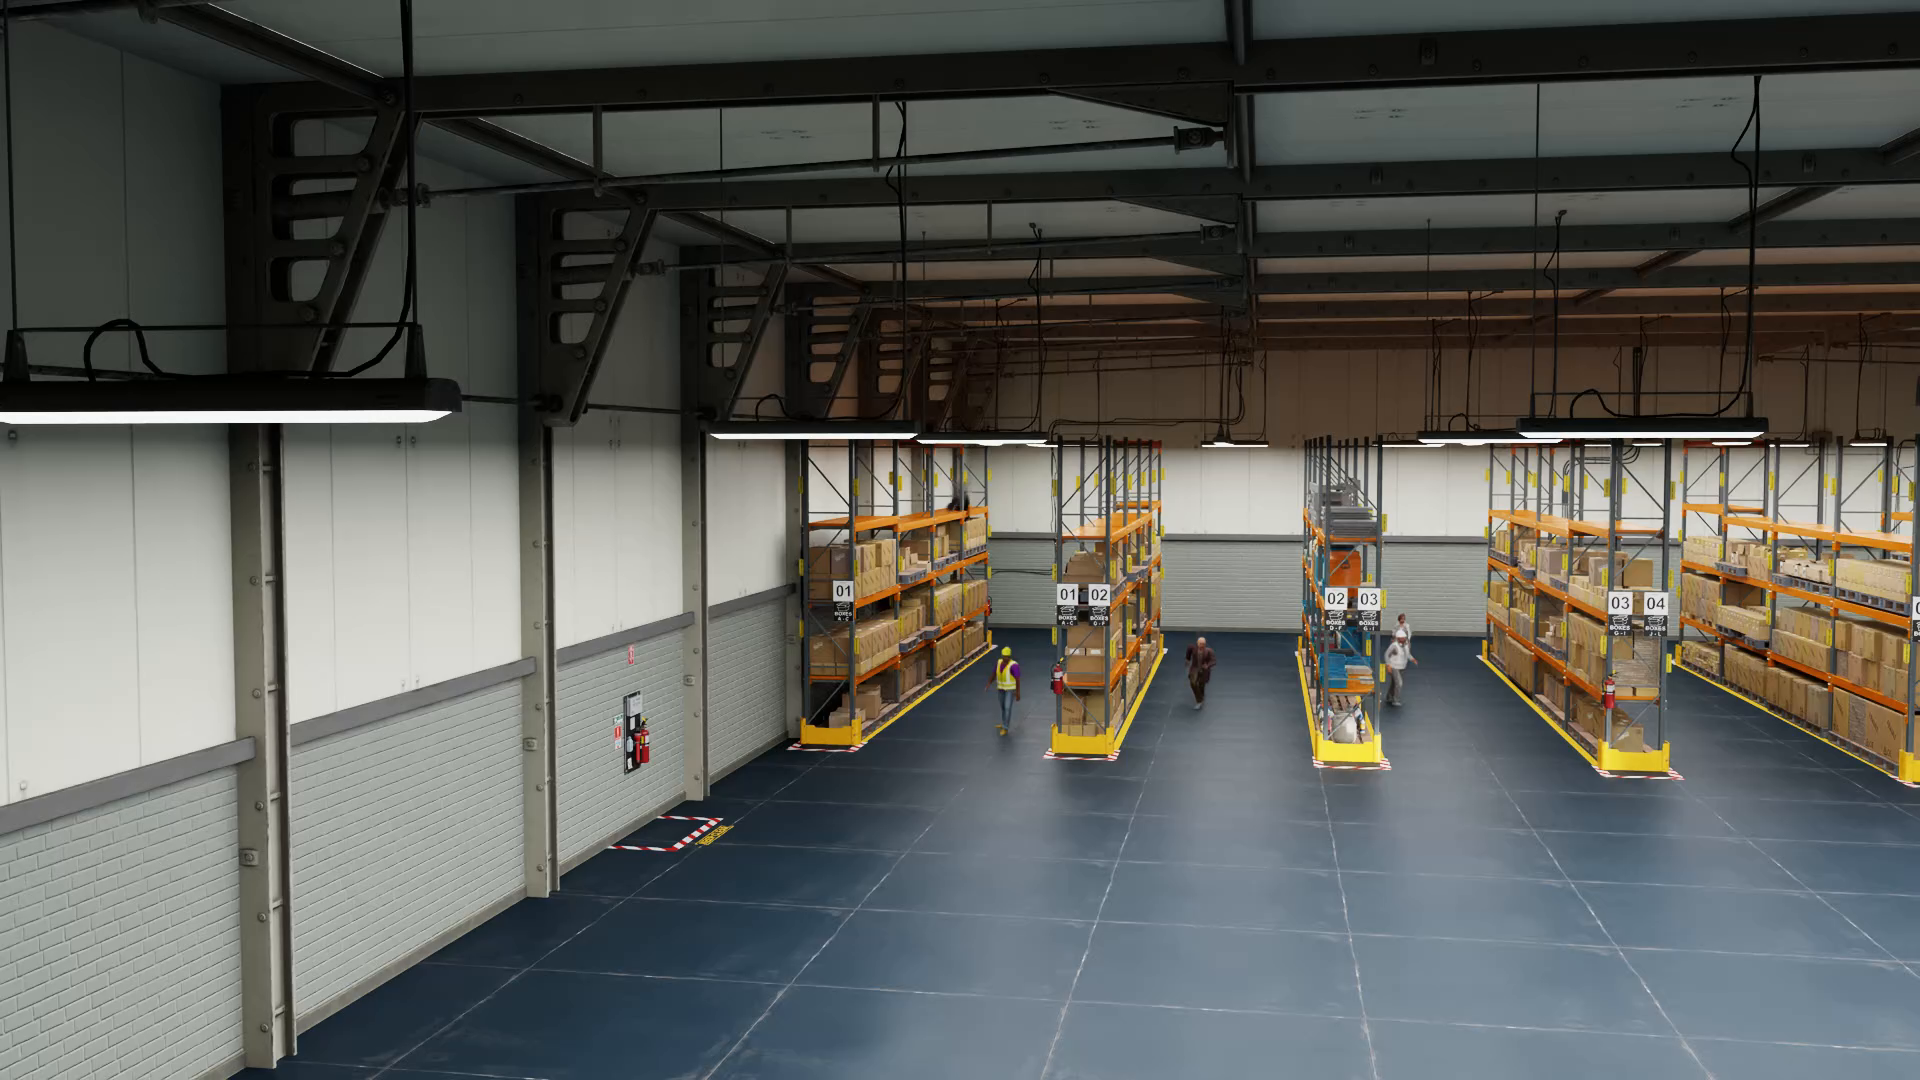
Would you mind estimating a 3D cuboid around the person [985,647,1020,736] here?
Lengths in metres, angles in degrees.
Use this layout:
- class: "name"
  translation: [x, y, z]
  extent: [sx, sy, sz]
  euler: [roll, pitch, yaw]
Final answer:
- class: "person"
  translation: [0.880, 3.031, 33.675]
  extent: [0.767, 1.759, 0.767]
  euler: [3, 4, 40]

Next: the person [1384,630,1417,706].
- class: "person"
  translation: [9.870, 2.857, 37.337]
  extent: [0.714, 1.717, 0.830]
  euler: [-3, 4, -42]

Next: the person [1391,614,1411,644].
- class: "person"
  translation: [11.294, 2.646, 42.610]
  extent: [0.552, 1.549, 0.657]
  euler: [1, 3, 22]

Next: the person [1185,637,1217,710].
- class: "person"
  translation: [5.333, 2.908, 36.800]
  extent: [0.724, 1.596, 1.189]
  euler: [1, 3, 13]
